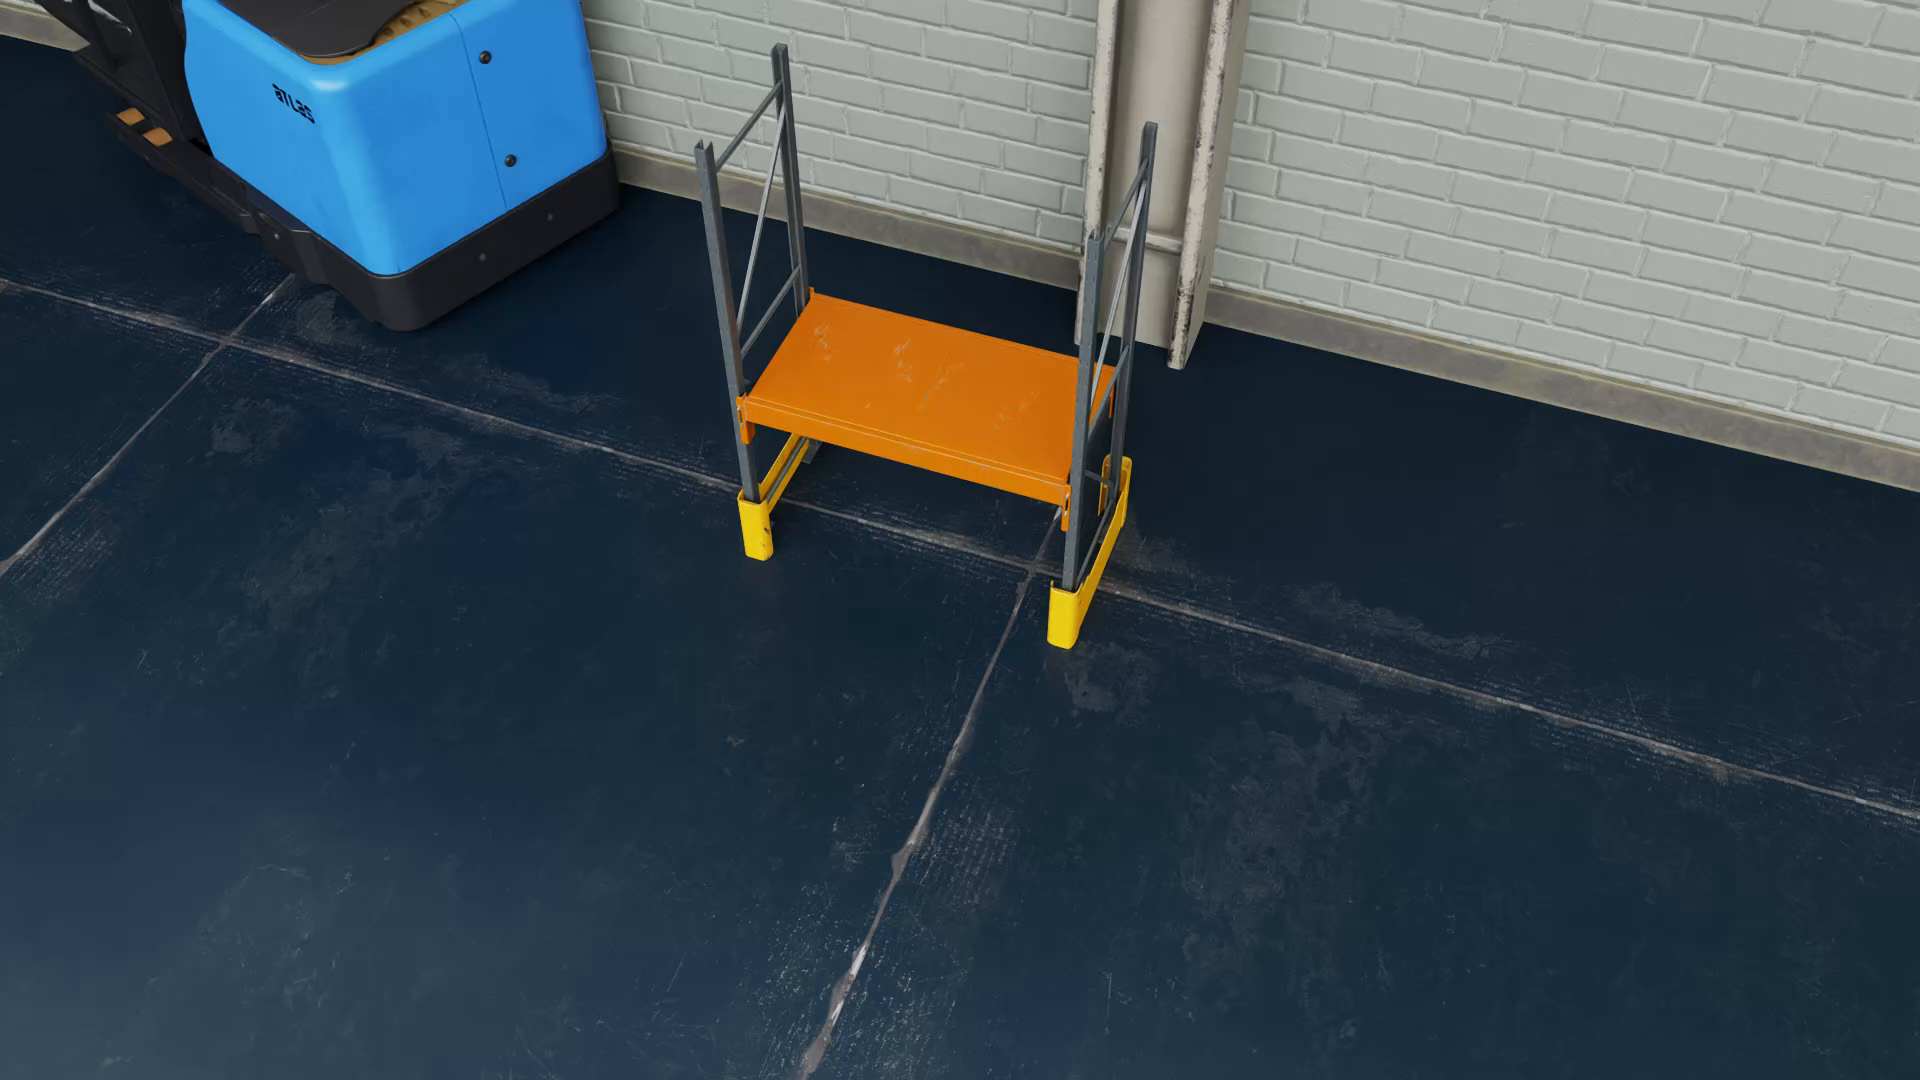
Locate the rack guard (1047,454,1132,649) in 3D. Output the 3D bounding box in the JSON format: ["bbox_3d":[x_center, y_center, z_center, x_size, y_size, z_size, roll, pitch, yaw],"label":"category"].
[{"bbox_3d":[0.396,0.029,5.060,0.087,0.250,0.587,16,51,13],"label":"rack guard"}]

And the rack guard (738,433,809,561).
[{"bbox_3d":[-0.539,-0.232,5.286,0.087,0.250,0.587,16,51,13],"label":"rack guard"}]

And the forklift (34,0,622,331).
[{"bbox_3d":[-2.708,-2.663,5.618,3.031,2.935,1.130,34,57,26],"label":"forklift"}]

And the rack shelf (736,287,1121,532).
[{"bbox_3d":[-0.080,-0.396,4.839,1.000,0.185,0.538,16,51,13],"label":"rack shelf"}]

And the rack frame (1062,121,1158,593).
[{"bbox_3d":[0.397,-0.380,4.587,0.032,1.500,0.500,16,51,13],"label":"rack frame"}]

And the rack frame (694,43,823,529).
[{"bbox_3d":[-0.557,-0.647,4.818,0.032,1.500,0.500,16,51,13],"label":"rack frame"}]

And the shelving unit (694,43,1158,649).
[{"bbox_3d":[-0.072,-0.511,4.701,1.083,1.500,0.587,16,51,13],"label":"shelving unit"}]
